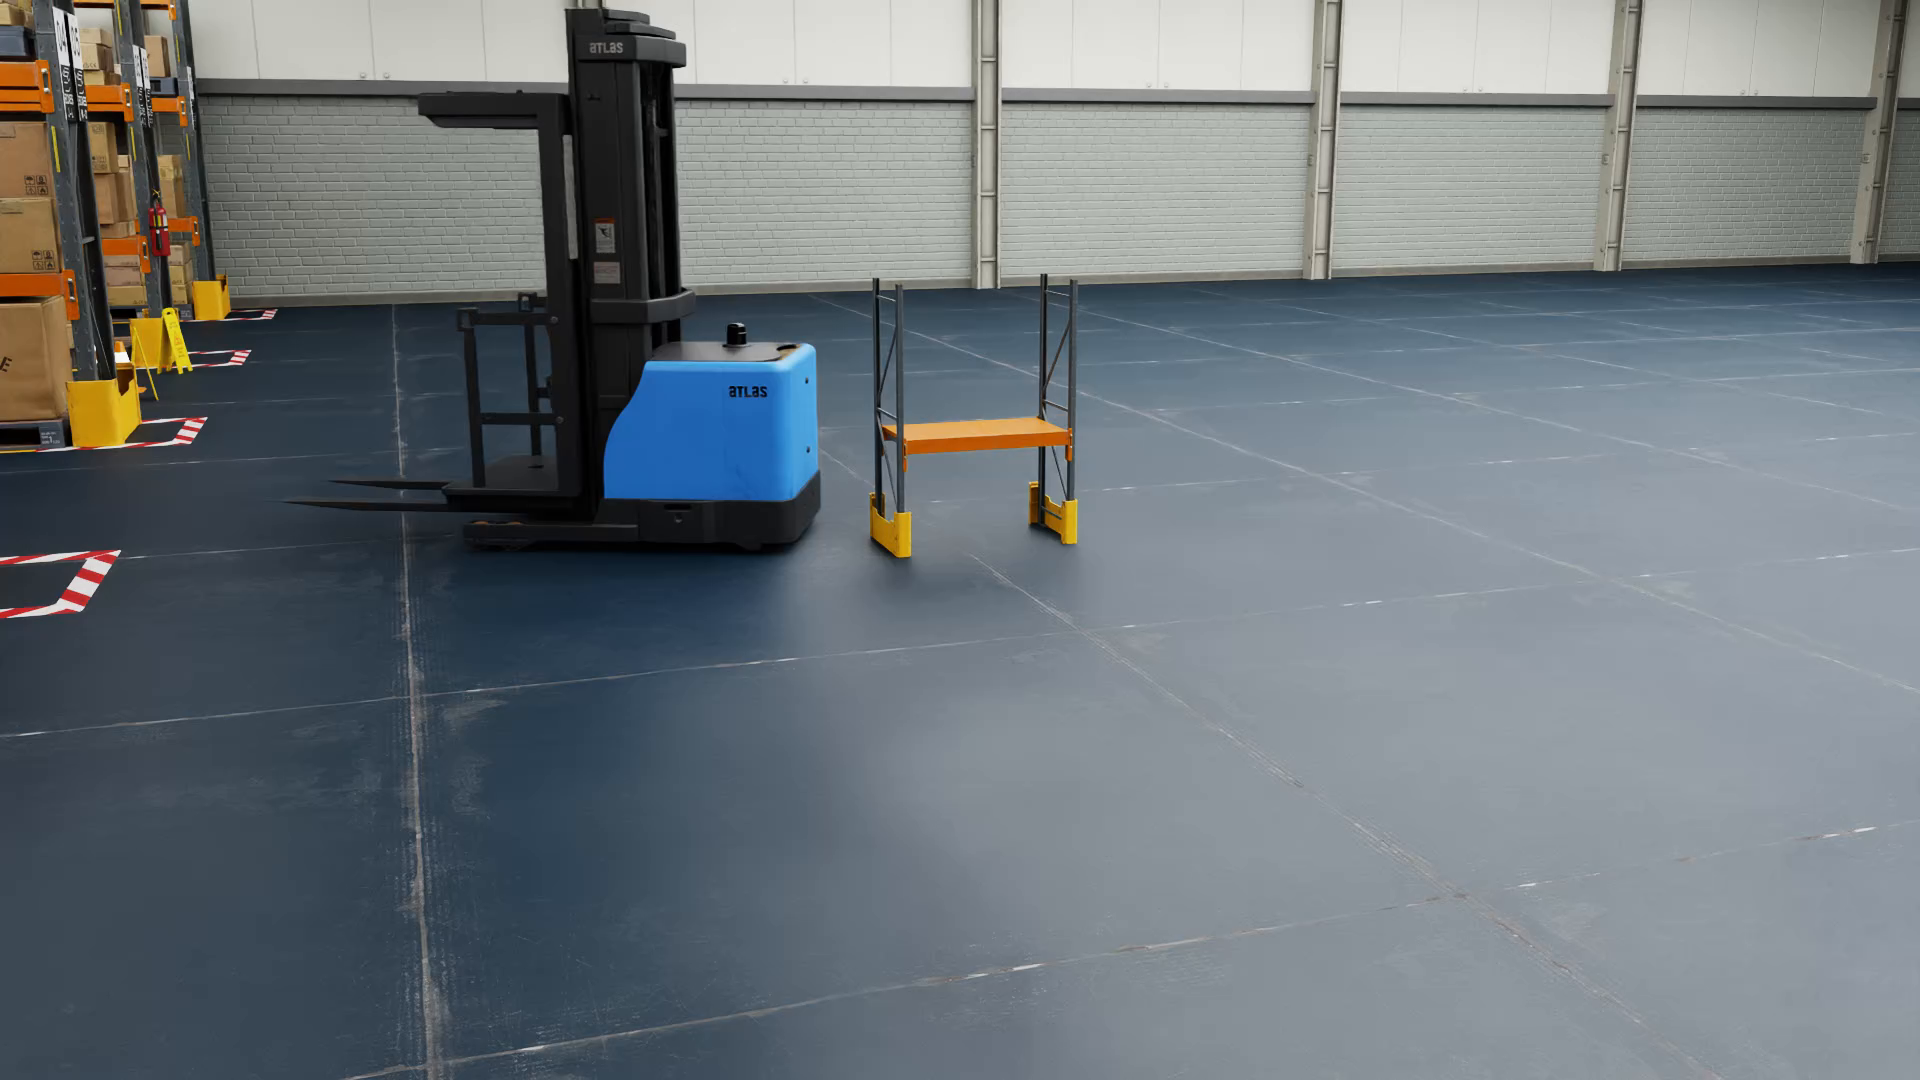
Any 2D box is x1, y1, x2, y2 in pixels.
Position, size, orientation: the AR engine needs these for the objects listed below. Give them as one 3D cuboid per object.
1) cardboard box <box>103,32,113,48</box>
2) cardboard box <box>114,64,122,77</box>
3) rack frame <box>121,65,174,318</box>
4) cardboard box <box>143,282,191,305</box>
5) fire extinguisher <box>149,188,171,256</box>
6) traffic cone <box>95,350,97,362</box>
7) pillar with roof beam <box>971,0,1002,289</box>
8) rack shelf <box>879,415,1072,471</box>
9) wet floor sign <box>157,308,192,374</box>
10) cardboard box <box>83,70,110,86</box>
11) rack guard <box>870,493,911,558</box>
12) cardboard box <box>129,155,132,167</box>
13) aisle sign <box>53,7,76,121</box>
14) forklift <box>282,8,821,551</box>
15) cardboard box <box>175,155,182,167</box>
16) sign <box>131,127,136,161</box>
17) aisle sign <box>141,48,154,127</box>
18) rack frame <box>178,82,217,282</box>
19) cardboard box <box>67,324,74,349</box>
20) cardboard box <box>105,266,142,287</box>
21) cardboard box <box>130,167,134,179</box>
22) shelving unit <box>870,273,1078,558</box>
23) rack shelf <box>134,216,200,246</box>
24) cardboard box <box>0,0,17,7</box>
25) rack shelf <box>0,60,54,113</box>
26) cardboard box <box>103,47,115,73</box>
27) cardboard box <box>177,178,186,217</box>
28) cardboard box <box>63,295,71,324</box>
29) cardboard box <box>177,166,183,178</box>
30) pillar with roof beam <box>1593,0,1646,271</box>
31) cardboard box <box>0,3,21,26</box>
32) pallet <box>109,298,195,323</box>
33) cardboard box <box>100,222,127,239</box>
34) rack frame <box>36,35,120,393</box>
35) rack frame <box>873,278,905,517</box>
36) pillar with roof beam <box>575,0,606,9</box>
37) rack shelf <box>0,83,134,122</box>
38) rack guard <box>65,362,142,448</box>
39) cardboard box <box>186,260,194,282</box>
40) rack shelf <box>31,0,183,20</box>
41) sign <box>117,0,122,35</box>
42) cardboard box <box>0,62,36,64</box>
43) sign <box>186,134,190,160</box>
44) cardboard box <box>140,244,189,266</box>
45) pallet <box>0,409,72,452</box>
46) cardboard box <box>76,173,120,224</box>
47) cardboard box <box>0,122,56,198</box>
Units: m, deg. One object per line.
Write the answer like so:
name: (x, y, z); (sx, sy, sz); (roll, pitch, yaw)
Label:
cardboard box: (-8.829, -5.113, 16.994); (0.250, 0.149, 0.380); (-5, 14, -18)
cardboard box: (-10.703, -5.920, 20.987); (0.250, 0.149, 0.380); (-5, 14, -20)
rack frame: (-8.428, -3.370, 17.327); (0.127, 3.000, 1.000); (-4, 14, -18)
cardboard box: (-10.359, -3.221, 21.735); (0.500, 0.250, 0.500); (-4, 14, -18)
fire extinguisher: (-8.172, -3.239, 16.946); (0.183, 0.674, 0.296); (-4, 14, -18)
traffic cone: (-8.424, -1.821, 16.297); (0.334, 0.463, 0.336); (-4, 14, -18)
pillar with roof beam: (1.785, -7.464, 21.577); (0.400, 9.000, 9.100); (-4, 14, -18)
rack shelf: (0.081, -0.561, 9.537); (1.000, 0.185, 0.538); (-4, 14, -18)
wet floor sign: (-7.906, -2.004, 16.671); (0.232, 0.644, 0.267); (0, 13, 1)
cardboard box: (-8.677, -4.619, 16.640); (0.250, 0.149, 0.380); (-4, 14, -18)
rack guard: (-0.400, -0.090, 9.483); (0.087, 0.250, 0.587); (-4, 14, -18)
cardboard box: (-10.510, -4.869, 21.371); (0.250, 0.149, 0.380); (-4, 14, -18)
aisle sign: (-6.590, -3.496, 12.238); (0.004, 0.787, 0.394); (-4, 14, -18)
forklift: (-2.393, -1.483, 9.542); (3.031, 2.935, 1.130); (1, 13, 4)
cardboard box: (-10.401, -4.989, 21.874); (0.250, 0.149, 0.380); (-5, 14, -19)
sign: (-8.270, -3.963, 16.638); (0.005, 0.325, 0.100); (-4, 14, -18)
aisle sign: (-8.468, -4.707, 17.331); (0.004, 0.787, 0.394); (-4, 14, -18)
rack frame: (-10.014, -4.458, 21.902); (0.127, 3.000, 1.000); (-4, 14, -18)
cardboard box: (-9.131, -2.116, 17.090); (0.500, 0.250, 0.500); (-5, 14, -18)
cardboard box: (-10.855, -3.429, 21.529); (0.500, 0.250, 0.500); (-5, 14, -19)
cardboard box: (-10.486, -4.710, 21.343); (0.250, 0.149, 0.380); (-4, 14, -17)
shelving unit: (0.072, -0.735, 9.493); (1.083, 1.500, 0.587); (-4, 14, -18)
rack shelf: (-11.910, -3.960, 21.365); (4.000, 0.370, 1.077); (-4, 14, -18)
cardboard box: (-7.128, -3.978, 11.960); (0.500, 0.250, 0.500); (-4, 14, -17)
rack shelf: (-8.649, -3.253, 11.909); (4.000, 0.370, 1.077); (-4, 14, -18)
cardboard box: (-8.989, -4.922, 17.052); (0.500, 0.250, 0.500); (-5, 14, -19)
cardboard box: (-10.572, -4.531, 21.993); (0.500, 0.500, 0.500); (-4, 14, -16)
cardboard box: (-9.104, -2.485, 17.020); (0.500, 0.500, 0.500); (-4, 14, -18)
cardboard box: (-10.419, -4.854, 21.950); (0.250, 0.149, 0.380); (-5, 14, -20)
pillar with roof beam: (13.158, -8.350, 25.300); (0.400, 9.000, 9.100); (-4, 14, -18)
cardboard box: (-6.960, -3.783, 12.000); (0.250, 0.149, 0.380); (-4, 14, -18)
pallet: (-10.726, -3.036, 21.949); (1.213, 0.211, 1.003); (-4, 14, -18)
cardboard box: (-8.714, -3.173, 17.043); (0.250, 0.149, 0.380); (-4, 14, -16)
rack frame: (-6.753, -2.291, 12.794); (0.127, 3.000, 1.000); (-4, 14, -18)
rack frame: (-0.401, -0.698, 9.338); (0.032, 1.500, 0.500); (-4, 14, -18)
pillar with roof beam: (-3.902, -7.021, 19.715); (0.400, 9.000, 9.100); (-4, 14, -18)
rack shelf: (-10.323, -4.331, 16.442); (4.000, 0.370, 1.077); (-4, 14, -18)
rack guard: (-6.730, -1.077, 13.091); (0.348, 0.500, 1.175); (-4, 14, -18)
cardboard box: (-10.526, -3.579, 22.160); (0.500, 0.250, 0.500); (-4, 14, -17)
rack shelf: (-11.910, -6.684, 20.717); (4.000, 0.370, 1.077); (-4, 14, -18)
sign: (-8.270, -5.136, 16.359); (0.005, 0.325, 0.100); (-4, 14, -18)
cardboard box: (-9.308, -4.770, 16.413); (0.500, 0.250, 0.500); (-5, 14, -19)
sign: (-9.854, -5.016, 21.236); (0.005, 0.325, 0.100); (-4, 14, -18)
cardboard box: (-10.351, -3.709, 21.626); (0.500, 0.250, 0.500); (-4, 14, -16)
pallet: (-7.486, -0.859, 12.796); (1.213, 0.211, 1.003); (-4, 14, -18)
cardboard box: (-8.854, -3.462, 16.858); (0.500, 0.500, 0.500); (-5, 14, -19)
cardboard box: (-7.117, -2.871, 12.572); (0.550, 0.550, 0.875); (-4, 14, -18)
